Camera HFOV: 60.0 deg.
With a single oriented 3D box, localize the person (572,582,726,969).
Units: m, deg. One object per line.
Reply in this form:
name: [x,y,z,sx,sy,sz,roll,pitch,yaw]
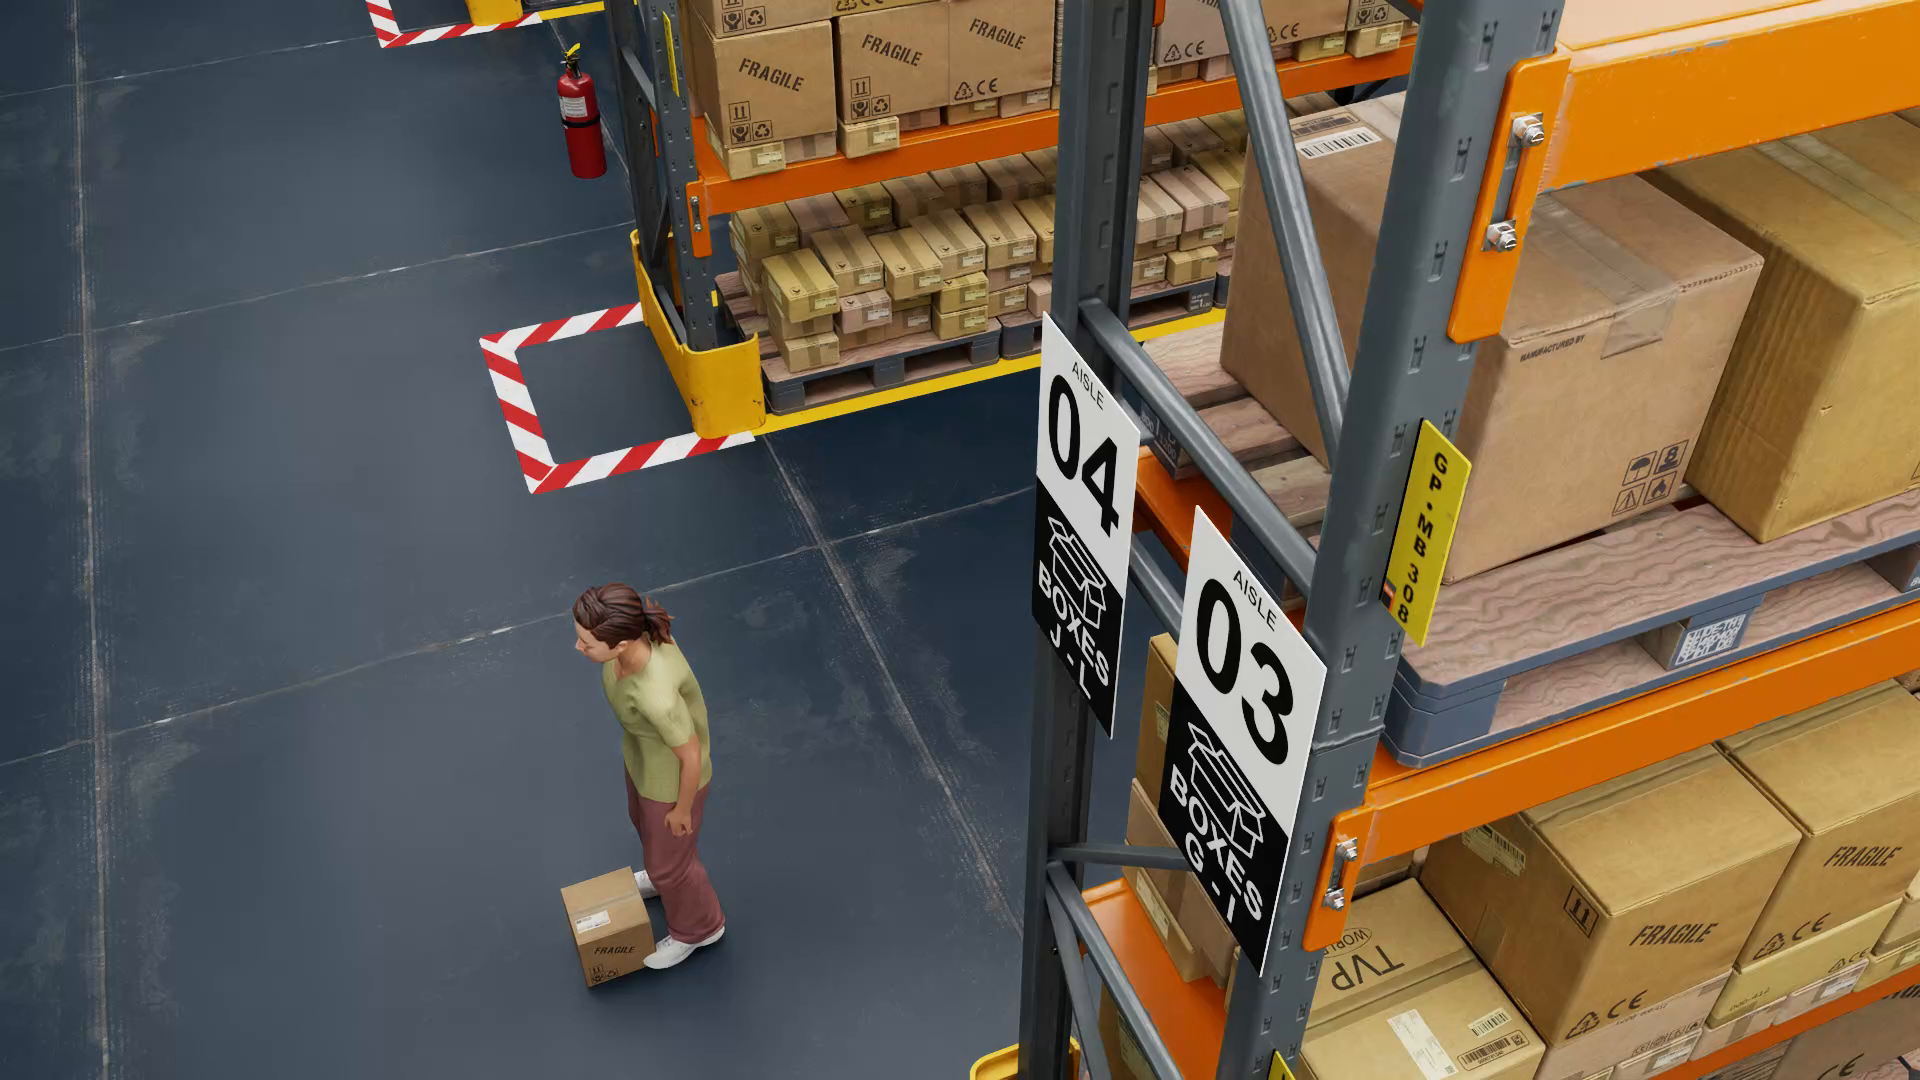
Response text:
person: [-0.982,0.736,5.341,0.364,1.671,0.508,-18,45,-19]
